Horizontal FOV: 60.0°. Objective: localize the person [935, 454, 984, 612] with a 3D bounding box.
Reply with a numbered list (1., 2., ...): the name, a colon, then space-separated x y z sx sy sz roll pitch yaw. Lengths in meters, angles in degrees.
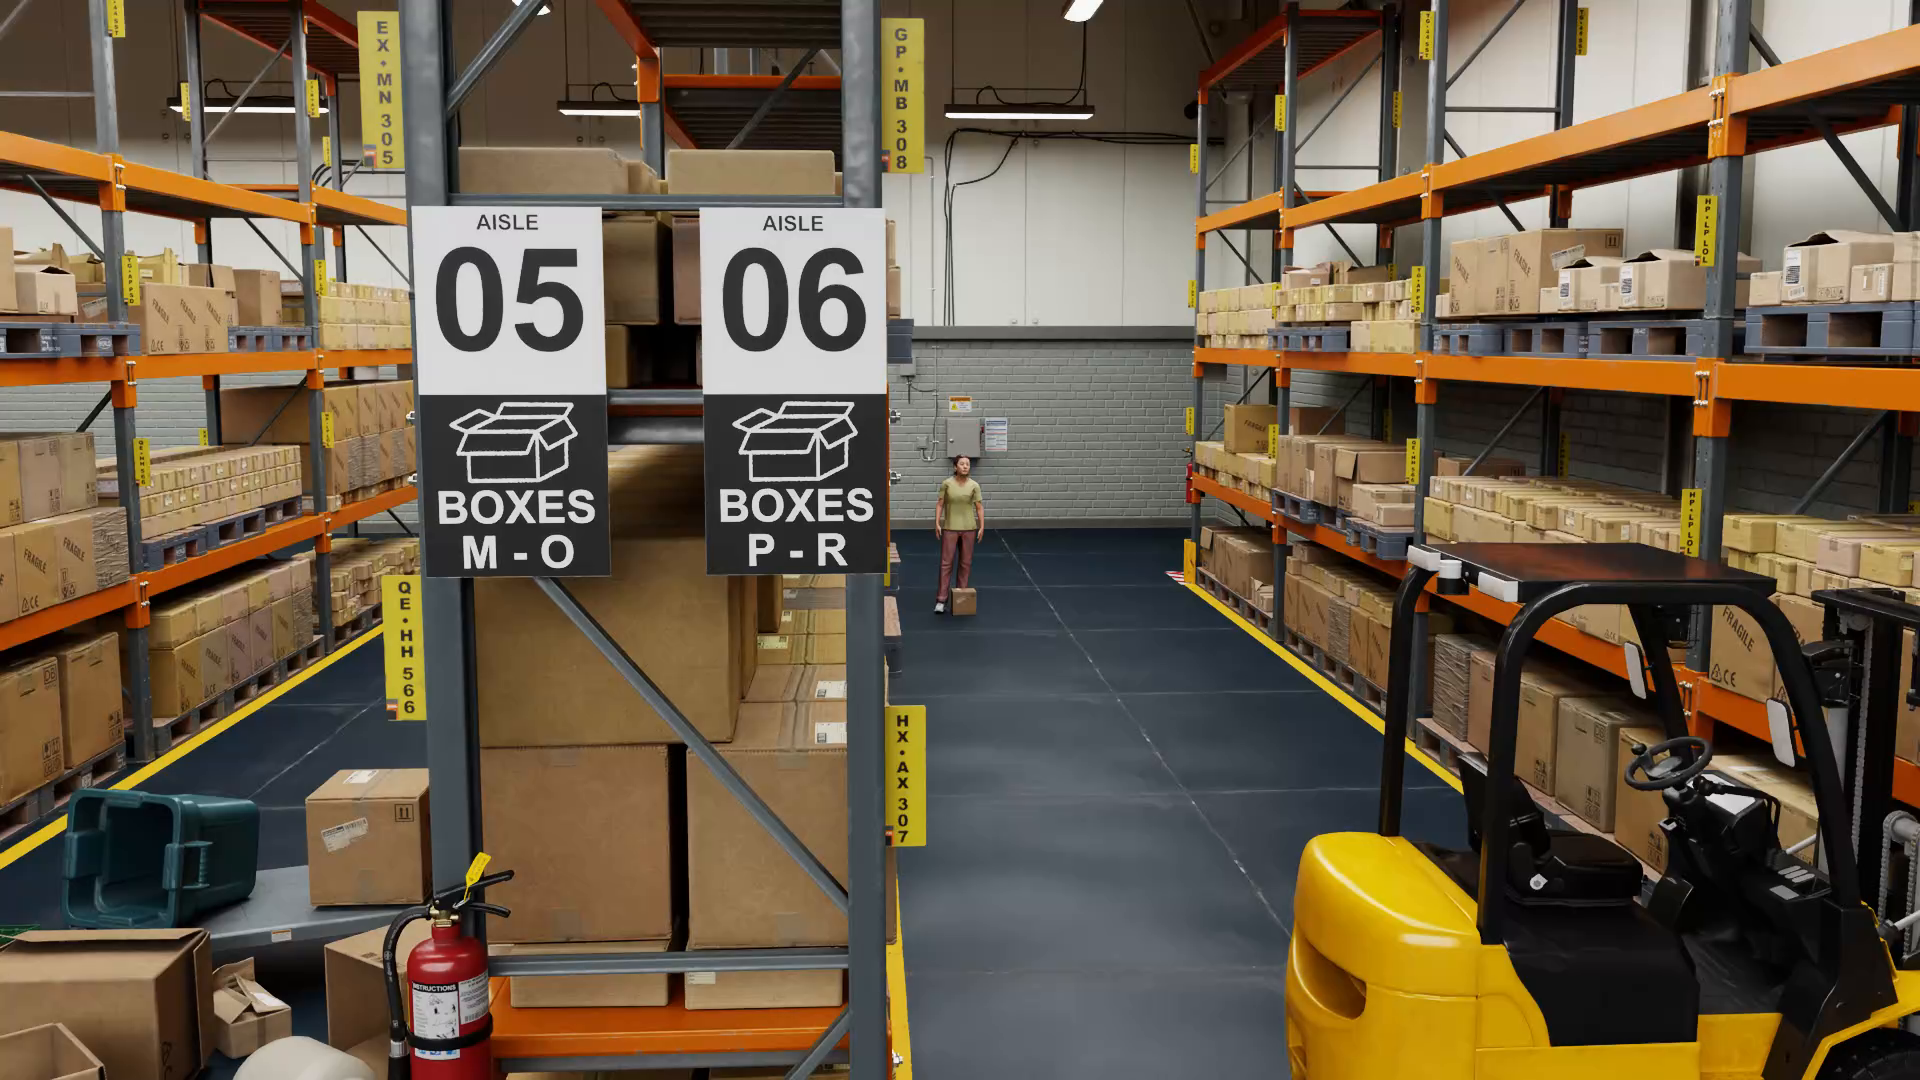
1. person: -0.008 -0.083 17.868 0.555 1.674 0.548 0 7 -4
